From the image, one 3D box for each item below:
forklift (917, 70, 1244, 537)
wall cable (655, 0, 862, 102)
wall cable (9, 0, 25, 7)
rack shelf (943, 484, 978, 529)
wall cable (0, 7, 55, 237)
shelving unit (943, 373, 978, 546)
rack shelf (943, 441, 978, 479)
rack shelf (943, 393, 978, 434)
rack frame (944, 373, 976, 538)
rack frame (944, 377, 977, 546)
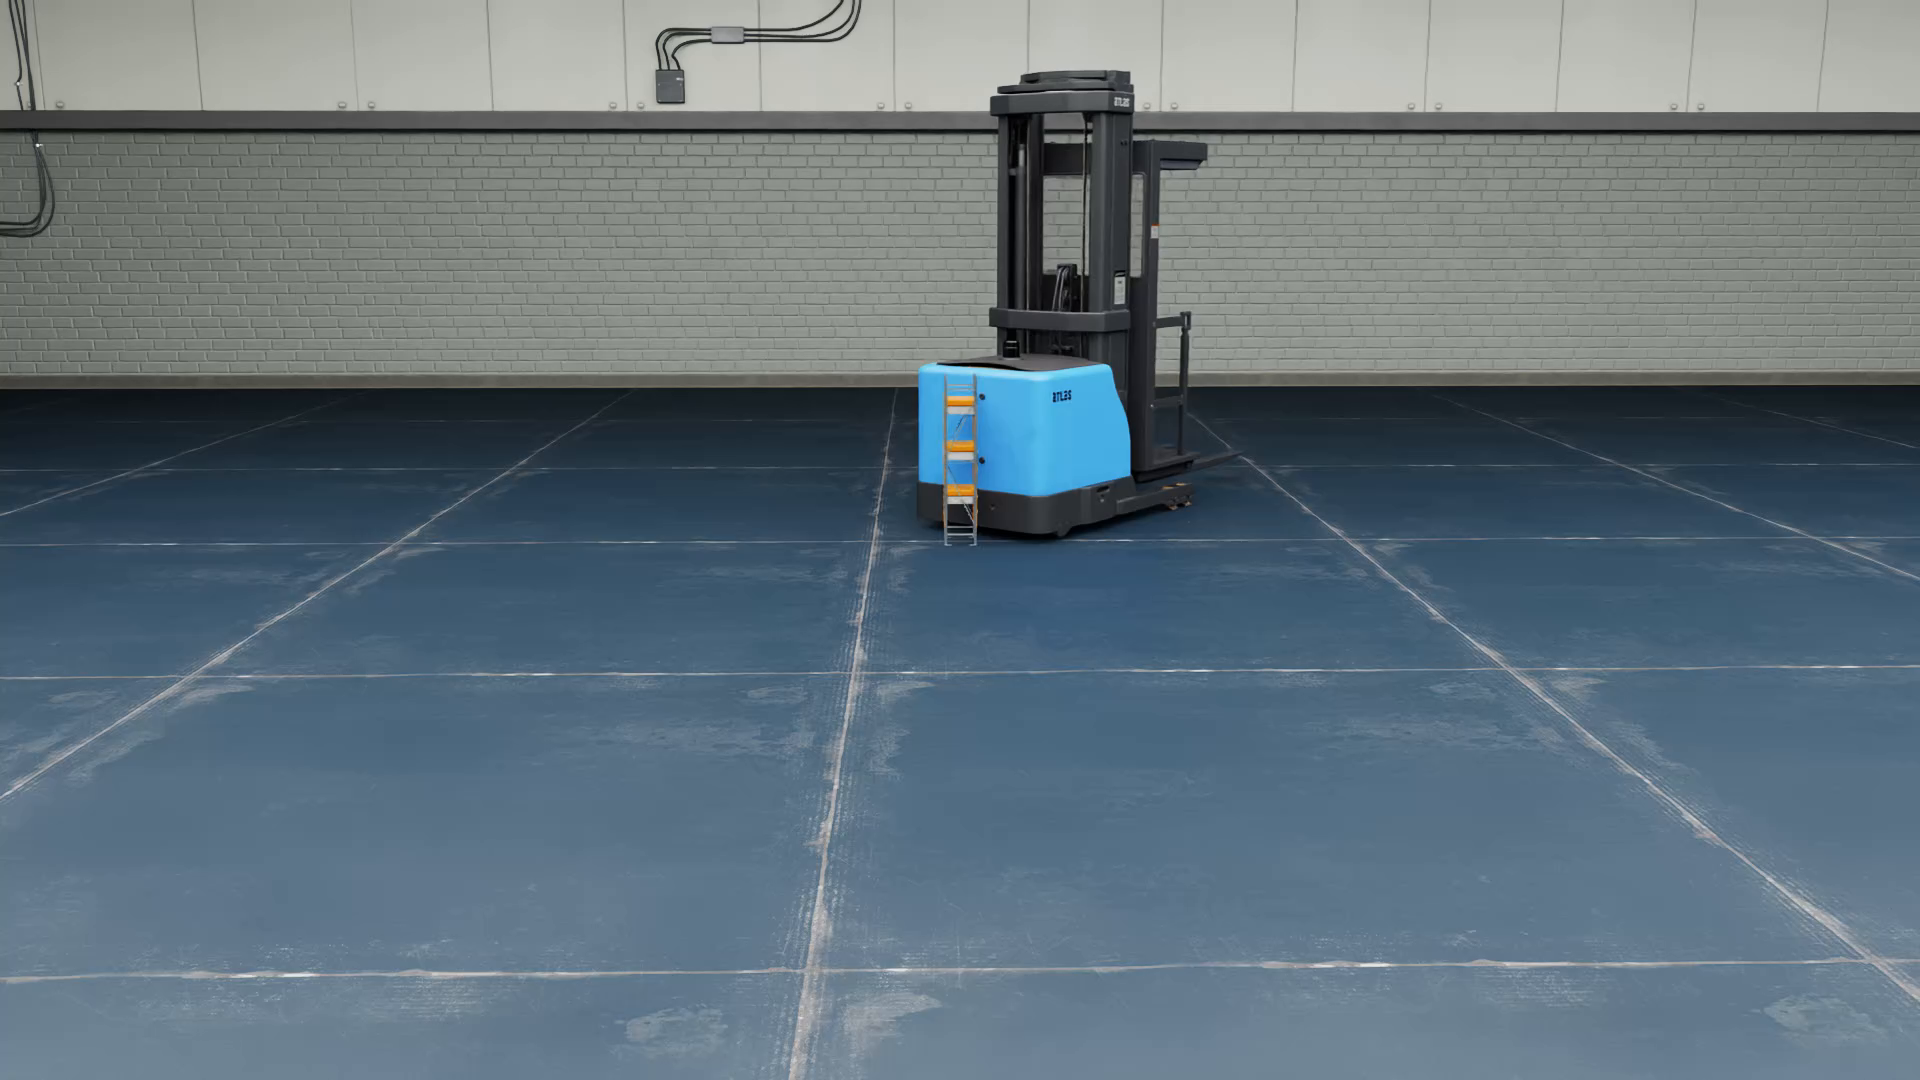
[{"bbox_3d":[1.005,-1.696,11.547,1.130,2.935,3.031,9,14,36],"label":"forklift"},{"bbox_3d":[-2.232,-7.837,18.003,2.305,6.003,0.169,0,11,-1],"label":"wall cable"},{"bbox_3d":[-9.019,-7.099,18.025,3.097,2.526,0.112,0,11,-1],"label":"wall cable"},{"bbox_3d":[0.001,-0.221,10.460,0.215,0.259,0.240,0,11,-1],"label":"rack shelf"},{"bbox_3d":[-11.724,-4.613,18.473,3.097,2.526,0.112,0,11,-1],"label":"wall cable"},{"bbox_3d":[0.001,-0.504,10.402,0.215,1.050,0.252,0,11,-1],"label":"shelving unit"},{"bbox_3d":[0.001,-0.493,10.404,0.215,0.259,0.240,0,11,-1],"label":"rack shelf"},{"bbox_3d":[0.001,-0.772,10.348,0.215,0.259,0.240,0,11,-1],"label":"rack shelf"},{"bbox_3d":[-0.001,-0.528,10.522,0.200,1.050,0.008,0,11,-1],"label":"rack frame"},{"bbox_3d":[0.004,-0.480,10.283,0.200,1.050,0.008,0,11,-1],"label":"rack frame"}]
